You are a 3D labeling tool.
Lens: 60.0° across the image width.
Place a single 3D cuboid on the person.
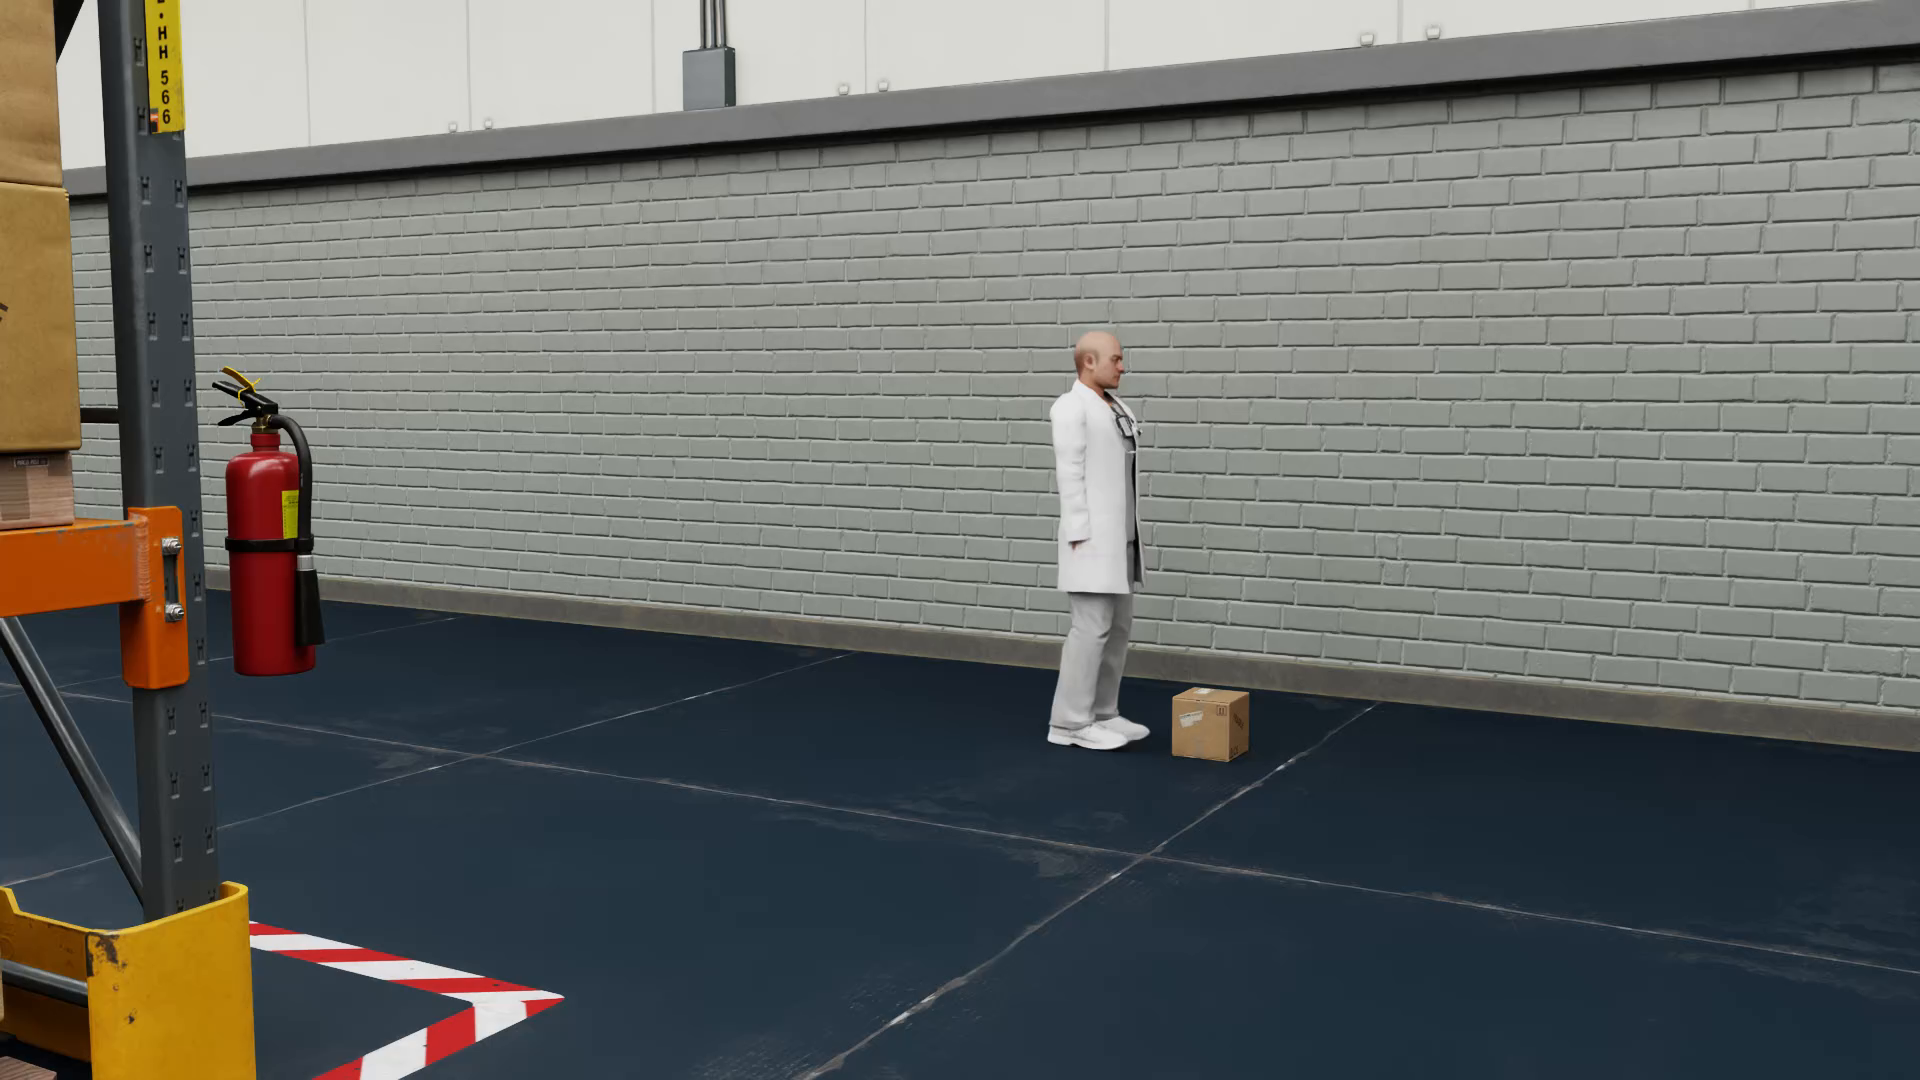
[{"bbox_3d":[0.615,-0.005,7.173,0.394,1.782,0.562,3,7,30],"label":"person"}]
